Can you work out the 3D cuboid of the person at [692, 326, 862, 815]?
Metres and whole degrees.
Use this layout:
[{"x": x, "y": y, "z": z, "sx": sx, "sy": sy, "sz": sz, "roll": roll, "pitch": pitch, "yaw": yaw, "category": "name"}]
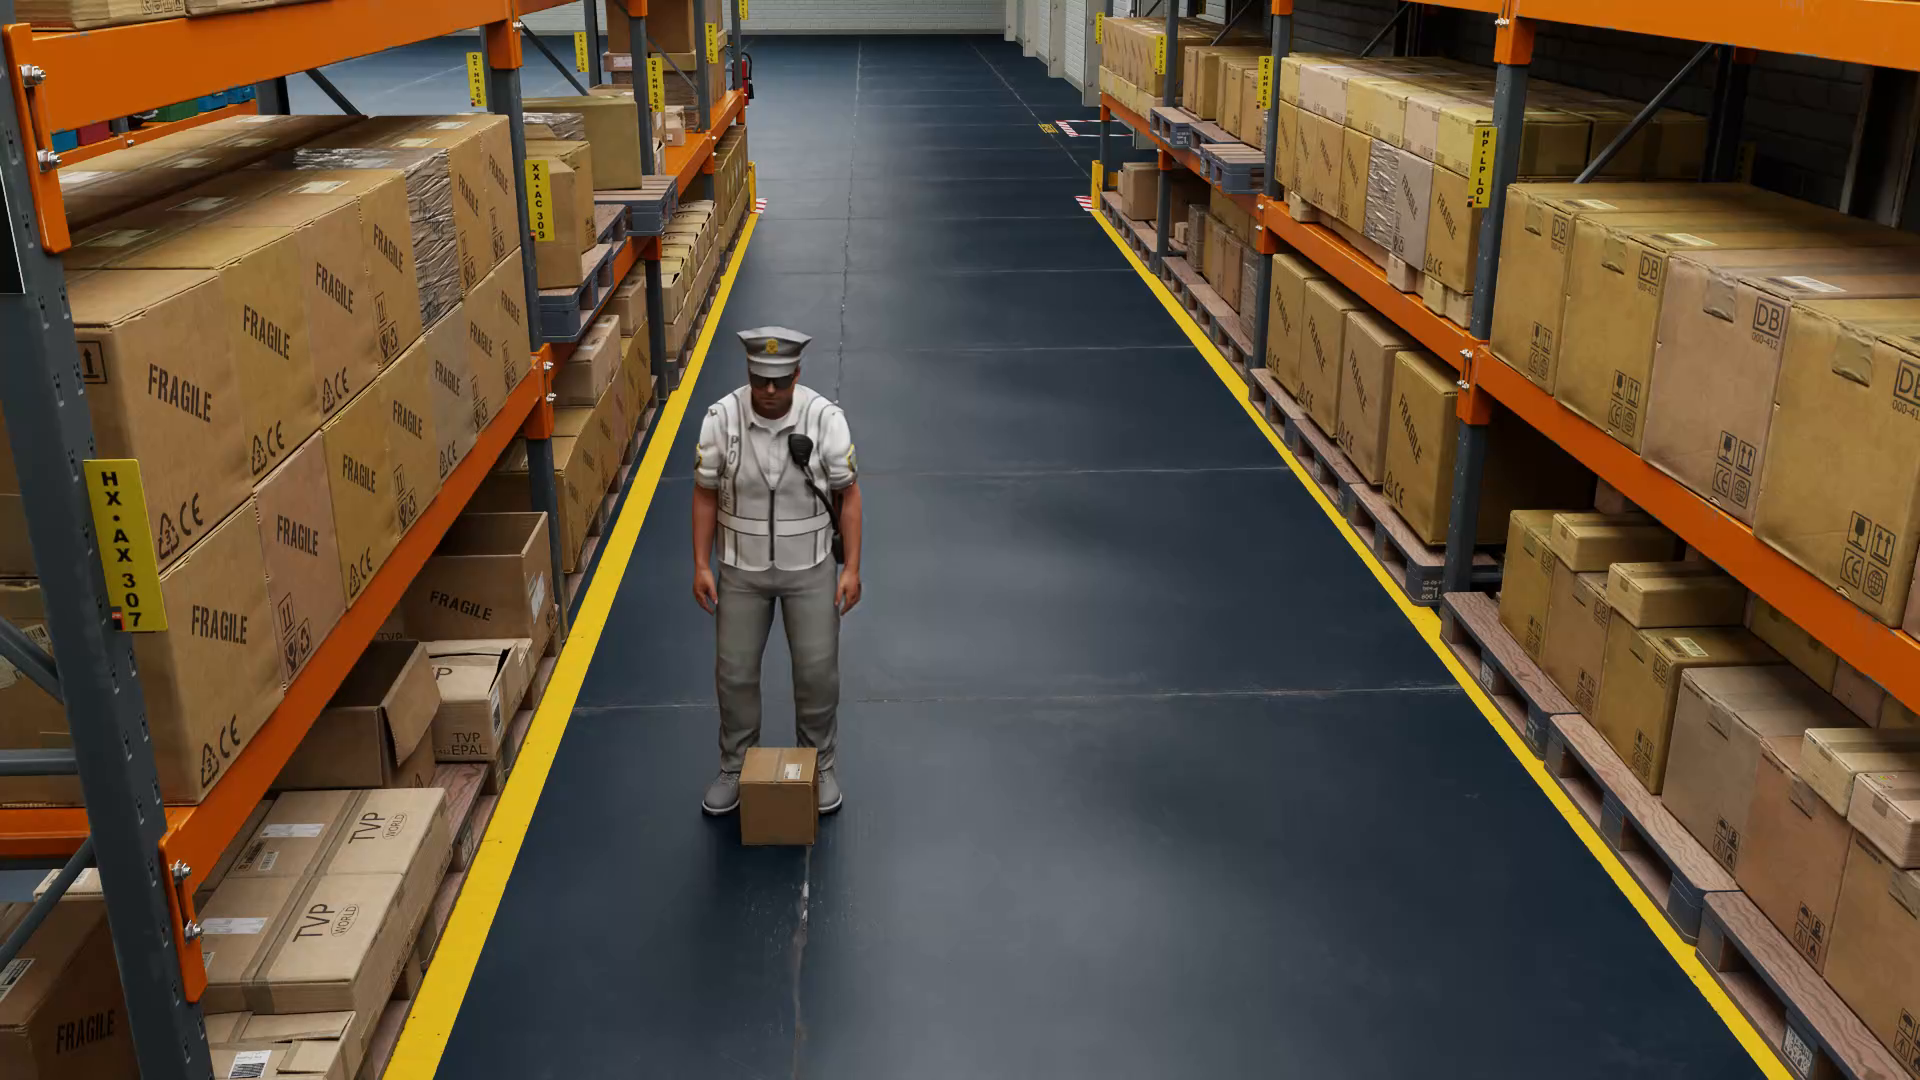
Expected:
[{"x": -0.634, "y": 0.096, "z": 5.804, "sx": 0.590, "sy": 1.748, "sz": 0.435, "roll": 0, "pitch": 20, "yaw": -1, "category": "person"}]
